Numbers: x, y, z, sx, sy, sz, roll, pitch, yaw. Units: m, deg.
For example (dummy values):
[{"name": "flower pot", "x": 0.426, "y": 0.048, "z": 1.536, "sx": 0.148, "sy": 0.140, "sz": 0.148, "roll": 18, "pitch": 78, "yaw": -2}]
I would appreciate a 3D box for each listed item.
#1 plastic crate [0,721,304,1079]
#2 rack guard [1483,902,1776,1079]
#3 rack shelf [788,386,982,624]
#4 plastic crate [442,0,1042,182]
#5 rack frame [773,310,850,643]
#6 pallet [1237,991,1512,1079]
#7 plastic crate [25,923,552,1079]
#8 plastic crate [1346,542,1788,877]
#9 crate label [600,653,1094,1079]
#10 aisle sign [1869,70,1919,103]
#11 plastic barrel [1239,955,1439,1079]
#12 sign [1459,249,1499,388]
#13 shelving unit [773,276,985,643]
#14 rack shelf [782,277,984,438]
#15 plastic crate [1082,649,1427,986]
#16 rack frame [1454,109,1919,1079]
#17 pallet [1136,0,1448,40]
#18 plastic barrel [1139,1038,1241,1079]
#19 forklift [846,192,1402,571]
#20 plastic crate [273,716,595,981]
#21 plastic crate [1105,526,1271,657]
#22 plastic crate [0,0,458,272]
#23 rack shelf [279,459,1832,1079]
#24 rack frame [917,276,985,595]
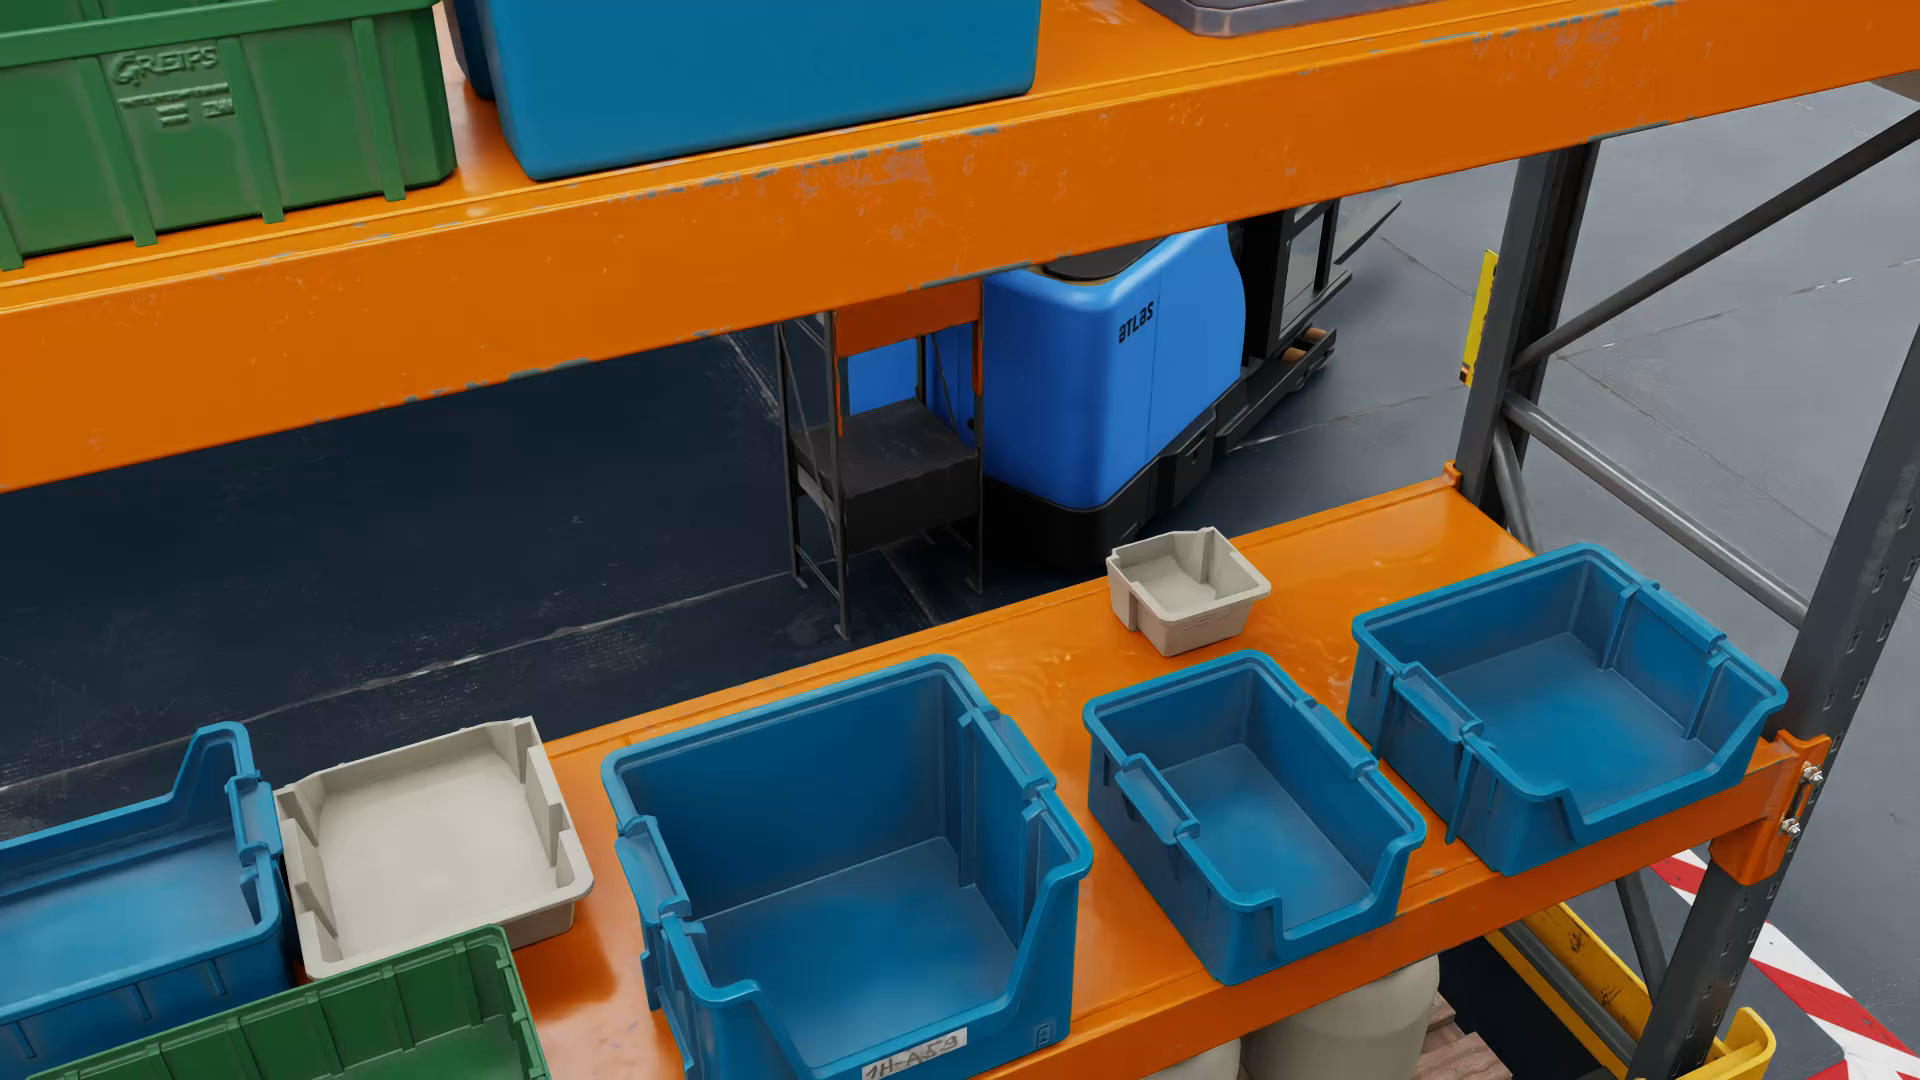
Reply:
[{"name": "plastic crate", "x": -1.353, "y": 0.587, "z": 2.565, "sx": 0.616, "sy": 0.251, "sz": 0.499, "roll": -16, "pitch": 39, "yaw": -20}, {"name": "rack guard", "x": 1.333, "y": 0.990, "z": 3.995, "sx": 0.348, "sy": 0.500, "sz": 1.175, "roll": -16, "pitch": 39, "yaw": -20}, {"name": "rack shelf", "x": -0.245, "y": -0.119, "z": 5.346, "sx": 0.480, "sy": 0.518, "sz": 0.431, "roll": -19, "pitch": 41, "yaw": -24}, {"name": "plastic crate", "x": -0.217, "y": -0.611, "z": 1.552, "sx": 0.575, "sy": 0.384, "sz": 0.392, "roll": -16, "pitch": 39, "yaw": -20}, {"name": "rack frame", "x": -0.457, "y": -0.620, "z": 4.824, "sx": 0.015, "sy": 2.100, "sz": 0.400, "roll": -19, "pitch": 41, "yaw": -24}, {"name": "pallet", "x": 0.595, "y": 1.309, "z": 3.808, "sx": 1.213, "sy": 0.211, "sz": 1.003, "roll": -16, "pitch": 39, "yaw": -20}, {"name": "plastic crate", "x": -0.891, "y": 0.848, "z": 2.267, "sx": 0.662, "sy": 0.188, "sz": 0.450, "roll": -16, "pitch": 39, "yaw": -20}, {"name": "plastic crate", "x": 1.056, "y": 0.290, "z": 2.966, "sx": 0.616, "sy": 0.251, "sz": 0.499, "roll": -16, "pitch": 39, "yaw": -20}, {"name": "crate label", "x": -0.170, "y": 0.539, "z": 2.475, "sx": 0.616, "sy": 0.435, "sz": 0.502, "roll": -16, "pitch": 39, "yaw": -20}, {"name": "aisle sign", "x": 1.573, "y": -0.960, "z": 2.345, "sx": 0.004, "sy": 0.787, "sz": 0.394, "roll": -16, "pitch": 39, "yaw": -20}, {"name": "plastic barrel", "x": 0.818, "y": 0.980, "z": 3.646, "sx": 0.421, "sy": 0.512, "sz": 0.421, "roll": 0, "pitch": 37, "yaw": 0}, {"name": "sign", "x": 1.152, "y": -0.467, "z": 3.630, "sx": 0.005, "sy": 0.325, "sz": 0.100, "roll": -16, "pitch": 39, "yaw": -20}, {"name": "shelving unit", "x": -0.245, "y": -0.693, "z": 4.921, "sx": 0.503, "sy": 2.100, "sz": 0.431, "roll": -19, "pitch": 41, "yaw": -24}, {"name": "rack shelf", "x": -0.245, "y": -0.682, "z": 4.929, "sx": 0.480, "sy": 0.518, "sz": 0.431, "roll": -19, "pitch": 41, "yaw": -24}, {"name": "plastic crate", "x": 0.465, "y": 0.451, "z": 2.749, "sx": 0.408, "sy": 0.251, "sz": 0.499, "roll": -16, "pitch": 39, "yaw": -20}, {"name": "rack frame", "x": 1.382, "y": -0.058, "z": 3.311, "sx": 0.127, "sy": 3.000, "sz": 1.000, "roll": -16, "pitch": 39, "yaw": -20}, {"name": "pallet", "x": 0.591, "y": -1.030, "z": 2.262, "sx": 1.213, "sy": 0.211, "sz": 1.003, "roll": -16, "pitch": 39, "yaw": -20}, {"name": "plastic barrel", "x": 0.365, "y": 1.107, "z": 3.475, "sx": 0.421, "sy": 0.512, "sz": 0.421, "roll": 0, "pitch": 37, "yaw": 0}, {"name": "forklift", "x": 0.849, "y": -1.912, "z": 5.867, "sx": 1.130, "sy": 2.935, "sz": 3.031, "roll": 22, "pitch": 42, "yaw": 27}, {"name": "plastic crate", "x": -0.877, "y": 0.513, "z": 2.762, "sx": 0.437, "sy": 0.136, "sz": 0.530, "roll": -16, "pitch": 39, "yaw": -20}, {"name": "plastic crate", "x": 0.435, "y": 0.101, "z": 3.318, "sx": 0.250, "sy": 0.136, "sz": 0.298, "roll": -16, "pitch": 39, "yaw": -20}, {"name": "plastic crate", "x": -0.695, "y": -0.418, "z": 1.455, "sx": 0.450, "sy": 0.188, "sz": 0.336, "roll": -16, "pitch": 39, "yaw": -20}, {"name": "rack shelf", "x": -0.429, "y": 0.737, "z": 2.842, "sx": 4.000, "sy": 0.370, "sz": 1.077, "roll": -16, "pitch": 39, "yaw": -20}, {"name": "rack frame", "x": -0.033, "y": -0.765, "z": 5.019, "sx": 0.015, "sy": 2.100, "sz": 0.400, "roll": -19, "pitch": 41, "yaw": -24}]
